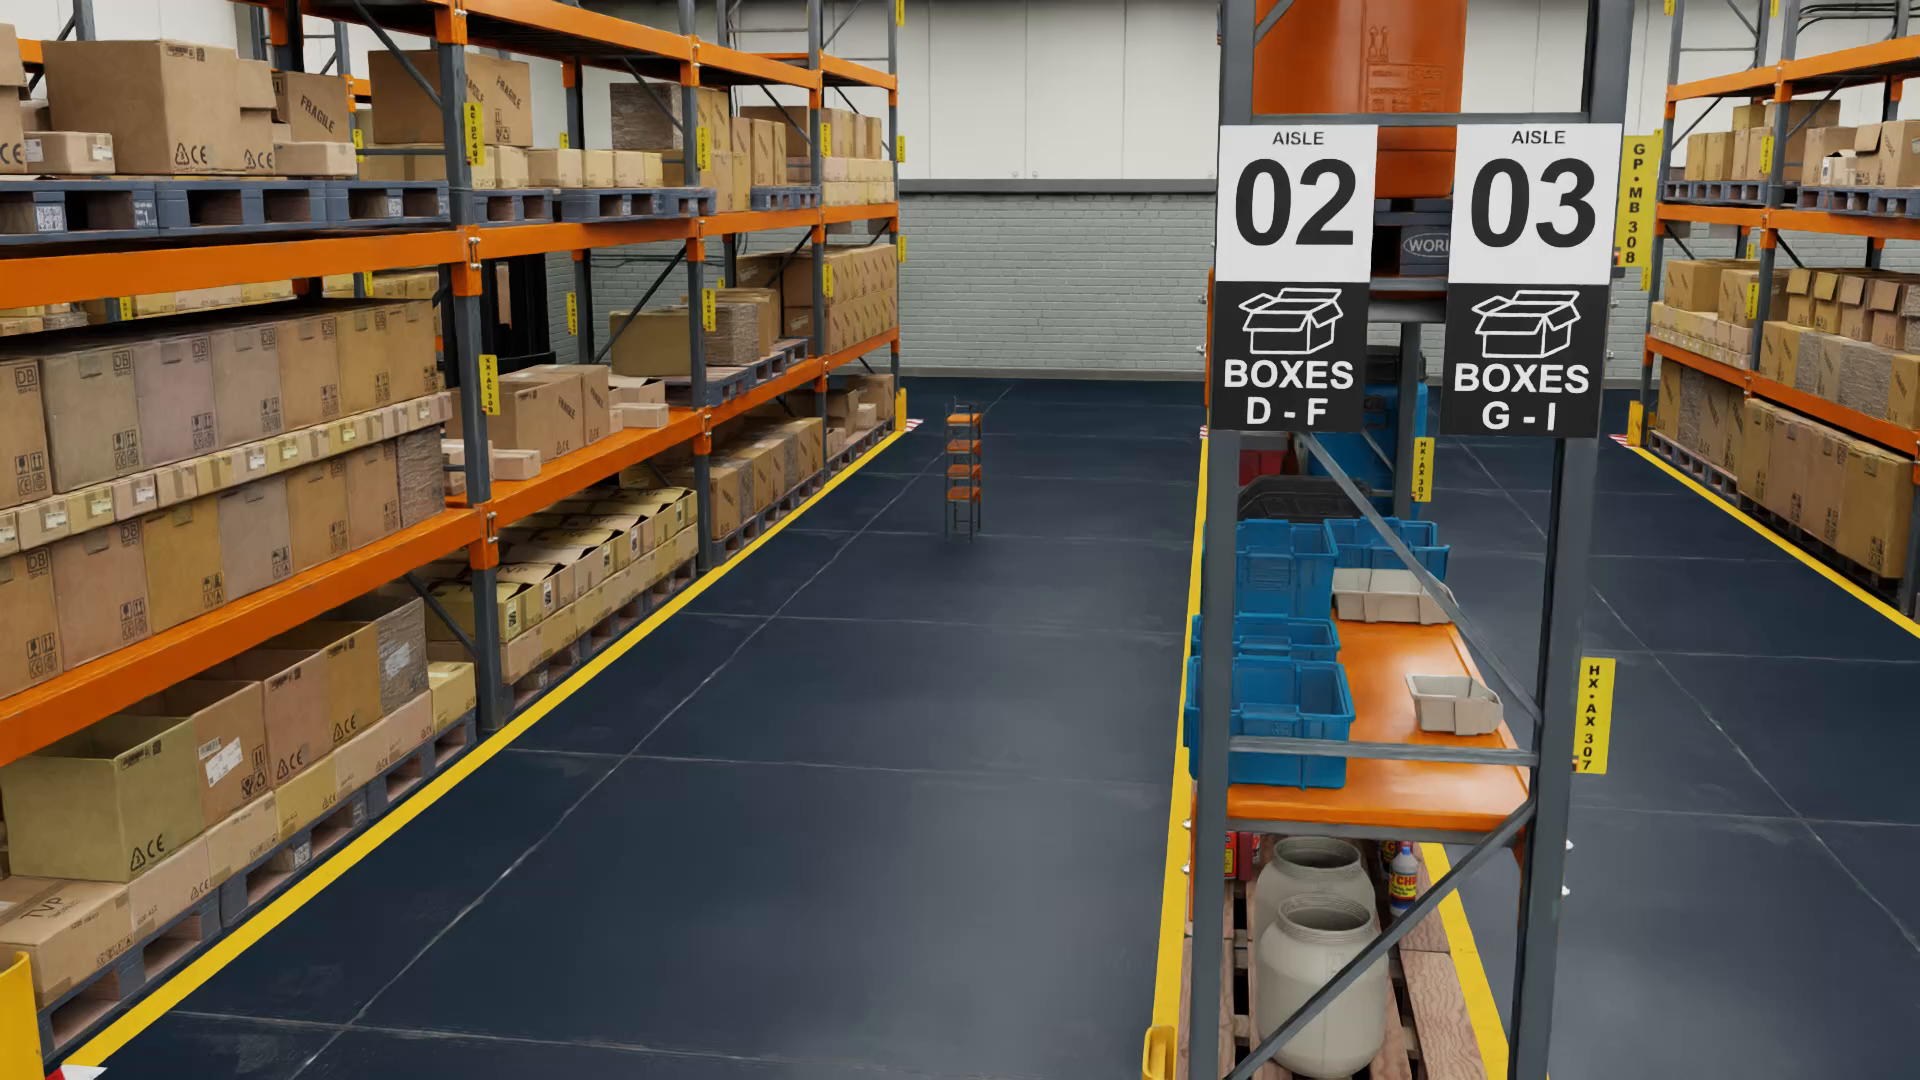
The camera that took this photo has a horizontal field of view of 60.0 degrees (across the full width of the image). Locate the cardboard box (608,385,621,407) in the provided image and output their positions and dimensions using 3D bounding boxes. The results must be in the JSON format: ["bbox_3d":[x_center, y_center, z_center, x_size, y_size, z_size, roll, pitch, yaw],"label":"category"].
[{"bbox_3d":[-2.824,-1.010,12.273,0.500,0.311,0.500,2,12,8],"label":"cardboard box"}]

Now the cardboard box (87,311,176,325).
[{"bbox_3d":[-7.063,-1.690,14.226,0.500,0.500,0.500,2,12,10],"label":"cardboard box"}]

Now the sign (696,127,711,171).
[{"bbox_3d":[-1.948,-2.972,12.628,0.100,0.325,0.005,2,12,9],"label":"sign"}]

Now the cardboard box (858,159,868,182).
[{"bbox_3d":[-1.320,-4.109,18.489,0.500,0.250,0.500,2,12,9],"label":"cardboard box"}]

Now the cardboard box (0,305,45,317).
[{"bbox_3d":[-7.449,-1.834,13.063,0.380,0.149,0.250,0,12,-1],"label":"cardboard box"}]

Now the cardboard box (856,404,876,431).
[{"bbox_3d":[-1.281,-1.452,19.594,0.500,0.250,0.500,2,12,9],"label":"cardboard box"}]

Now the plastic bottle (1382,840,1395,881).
[{"bbox_3d":[1.808,1.273,6.899,0.097,0.271,0.097,0,12,0],"label":"plastic bottle"}]

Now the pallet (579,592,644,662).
[{"bbox_3d":[-2.851,0.553,11.428,1.003,0.211,1.213,2,12,9],"label":"pallet"}]

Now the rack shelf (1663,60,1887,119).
[{"bbox_3d":[8.215,-4.546,16.887,1.077,0.370,4.000,2,12,9],"label":"rack shelf"}]

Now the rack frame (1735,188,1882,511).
[{"bbox_3d":[7.908,-1.745,15.469,1.000,3.000,0.127,2,12,9],"label":"rack frame"}]

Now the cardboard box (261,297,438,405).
[{"bbox_3d":[-3.173,-0.992,8.658,0.700,0.500,0.500,2,12,9],"label":"cardboard box"}]

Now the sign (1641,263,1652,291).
[{"bbox_3d":[7.975,-3.058,19.322,0.100,0.325,0.005,2,12,9],"label":"sign"}]

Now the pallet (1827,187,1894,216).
[{"bbox_3d":[7.508,-2.655,13.020,1.003,0.211,1.213,2,12,11],"label":"pallet"}]

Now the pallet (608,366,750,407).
[{"bbox_3d":[-2.461,-1.283,13.784,1.213,0.211,1.003,2,12,9],"label":"pallet"}]

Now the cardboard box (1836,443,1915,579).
[{"bbox_3d":[7.419,-0.222,12.448,1.225,0.875,0.875,1,12,6],"label":"cardboard box"}]

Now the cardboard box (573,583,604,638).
[{"bbox_3d":[-2.647,0.448,10.827,0.500,0.250,0.500,1,12,7],"label":"cardboard box"}]

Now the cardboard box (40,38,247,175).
[{"bbox_3d":[-3.200,-1.694,6.548,0.500,0.500,0.500,2,12,9],"label":"cardboard box"}]

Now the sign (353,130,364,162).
[{"bbox_3d":[-6.238,-4.083,17.227,0.100,0.325,0.005,2,12,9],"label":"sign"}]

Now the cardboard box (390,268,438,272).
[{"bbox_3d":[-6.330,-2.947,20.337,0.980,0.700,0.700,2,12,8],"label":"cardboard box"}]

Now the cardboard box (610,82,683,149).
[{"bbox_3d":[-2.422,-3.328,13.087,0.500,0.500,0.500,2,12,9],"label":"cardboard box"}]

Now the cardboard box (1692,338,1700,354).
[{"bbox_3d":[7.868,-2.016,17.326,0.380,0.149,0.250,2,12,10],"label":"cardboard box"}]

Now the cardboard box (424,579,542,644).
[{"bbox_3d":[-2.801,0.386,9.783,0.500,0.311,0.500,2,12,9],"label":"cardboard box"}]

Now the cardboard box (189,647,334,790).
[{"bbox_3d":[-3.190,0.787,7.470,0.500,0.500,0.500,2,12,9],"label":"cardboard box"}]

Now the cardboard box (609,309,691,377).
[{"bbox_3d":[-2.510,-1.623,13.669,0.700,0.500,0.500,-2,12,-10],"label":"cardboard box"}]

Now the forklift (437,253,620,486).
[{"bbox_3d":[-4.893,-1.928,16.480,3.031,2.935,1.130,6,13,25],"label":"forklift"}]

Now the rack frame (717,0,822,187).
[{"bbox_3d":[-1.880,-4.999,16.330,1.000,3.000,0.127,2,12,9],"label":"rack frame"}]

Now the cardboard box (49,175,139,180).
[{"bbox_3d":[-7.374,-3.225,13.935,0.700,0.500,0.500,1,12,4],"label":"cardboard box"}]

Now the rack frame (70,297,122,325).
[{"bbox_3d":[-7.391,-1.393,13.839,1.000,3.000,0.127,2,12,9],"label":"rack frame"}]

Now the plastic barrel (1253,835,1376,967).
[{"bbox_3d":[1.271,1.360,5.972,0.421,0.512,0.421,0,12,0],"label":"plastic barrel"}]

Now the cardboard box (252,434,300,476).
[{"bbox_3d":[-3.175,-0.384,7.377,0.380,0.149,0.250,2,12,11],"label":"cardboard box"}]

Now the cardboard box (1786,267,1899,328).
[{"bbox_3d":[7.818,-2.151,14.734,0.797,0.503,0.637,2,12,7],"label":"cardboard box"}]

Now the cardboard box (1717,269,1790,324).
[{"bbox_3d":[7.795,-2.392,16.342,0.500,0.500,0.500,2,12,9],"label":"cardboard box"}]

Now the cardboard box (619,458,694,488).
[{"bbox_3d":[-2.584,-0.429,14.254,0.500,0.500,0.500,2,12,11],"label":"cardboard box"}]

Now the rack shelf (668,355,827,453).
[{"bbox_3d":[-2.188,-1.298,15.106,1.077,0.370,4.000,2,12,9],"label":"rack shelf"}]

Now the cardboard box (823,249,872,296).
[{"bbox_3d":[-1.293,-3.015,18.753,0.500,0.500,0.500,2,12,10],"label":"cardboard box"}]

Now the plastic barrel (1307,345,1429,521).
[{"bbox_3d":[2.142,-0.555,8.761,0.600,0.901,0.708,2,12,9],"label":"plastic barrel"}]

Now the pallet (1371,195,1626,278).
[{"bbox_3d":[1.392,-0.950,5.111,1.003,0.211,1.213,2,12,9],"label":"pallet"}]

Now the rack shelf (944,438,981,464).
[{"bbox_3d":[0.025,-0.774,14.494,0.258,0.148,0.480,2,12,9],"label":"rack shelf"}]

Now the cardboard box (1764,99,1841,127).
[{"bbox_3d":[8.059,-4.076,15.916,0.500,0.250,0.500,1,12,5],"label":"cardboard box"}]

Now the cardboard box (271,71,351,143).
[{"bbox_3d":[-3.449,-2.094,8.402,0.500,0.500,0.500,3,13,13],"label":"cardboard box"}]

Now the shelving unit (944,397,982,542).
[{"bbox_3d":[0.025,-0.621,14.527,0.258,1.200,0.503,2,12,9],"label":"shelving unit"}]

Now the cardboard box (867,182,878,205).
[{"bbox_3d":[-1.235,-3.968,19.023,0.500,0.250,0.500,2,12,9],"label":"cardboard box"}]

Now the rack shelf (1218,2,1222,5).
[{"bbox_3d":[2.091,-3.042,9.904,1.077,0.370,4.000,2,12,9],"label":"rack shelf"}]

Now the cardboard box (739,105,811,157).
[{"bbox_3d":[-1.843,-4.173,17.005,0.700,0.500,0.500,2,12,9],"label":"cardboard box"}]

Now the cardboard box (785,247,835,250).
[{"bbox_3d":[-1.749,-3.140,19.332,0.500,0.500,0.500,2,12,9],"label":"cardboard box"}]

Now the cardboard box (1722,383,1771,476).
[{"bbox_3d":[8.088,-1.046,16.274,0.875,0.875,0.875,2,12,9],"label":"cardboard box"}]

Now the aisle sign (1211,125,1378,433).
[{"bbox_3d":[0.864,-0.673,4.324,0.394,0.787,0.004,2,12,9],"label":"aisle sign"}]

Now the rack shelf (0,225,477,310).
[{"bbox_3d":[-3.418,-1.099,7.062,1.077,0.370,4.000,2,12,9],"label":"rack shelf"}]

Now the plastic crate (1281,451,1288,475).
[{"bbox_3d":[1.772,-0.508,10.233,0.450,0.188,0.662,2,12,9],"label":"plastic crate"}]

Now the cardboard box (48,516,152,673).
[{"bbox_3d":[-3.565,0.176,6.317,0.700,0.500,0.500,2,12,10],"label":"cardboard box"}]

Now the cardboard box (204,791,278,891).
[{"bbox_3d":[-3.273,1.258,7.067,0.500,0.250,0.500,2,12,9],"label":"cardboard box"}]

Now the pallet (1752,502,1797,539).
[{"bbox_3d":[7.863,-0.218,15.006,1.003,0.211,1.213,2,12,9],"label":"pallet"}]

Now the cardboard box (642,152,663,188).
[{"bbox_3d":[-2.510,-2.736,12.307,0.500,0.250,0.500,1,12,4],"label":"cardboard box"}]

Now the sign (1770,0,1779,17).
[{"bbox_3d":[9.057,-5.985,18.498,0.100,0.325,0.005,2,12,9],"label":"sign"}]

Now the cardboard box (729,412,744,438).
[{"bbox_3d":[-2.349,-1.125,15.703,0.500,0.250,0.500,2,12,9],"label":"cardboard box"}]

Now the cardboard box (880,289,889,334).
[{"bbox_3d":[-1.141,-2.738,19.840,0.500,0.500,0.500,2,12,9],"label":"cardboard box"}]

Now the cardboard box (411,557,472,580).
[{"bbox_3d":[-3.258,0.262,10.359,0.500,0.311,0.500,2,12,10],"label":"cardboard box"}]

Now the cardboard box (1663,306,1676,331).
[{"bbox_3d":[8.109,-2.450,18.391,0.500,0.250,0.500,2,12,8],"label":"cardboard box"}]

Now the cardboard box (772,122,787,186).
[{"bbox_3d":[-2.030,-3.733,16.105,0.600,0.600,0.600,1,12,3],"label":"cardboard box"}]
